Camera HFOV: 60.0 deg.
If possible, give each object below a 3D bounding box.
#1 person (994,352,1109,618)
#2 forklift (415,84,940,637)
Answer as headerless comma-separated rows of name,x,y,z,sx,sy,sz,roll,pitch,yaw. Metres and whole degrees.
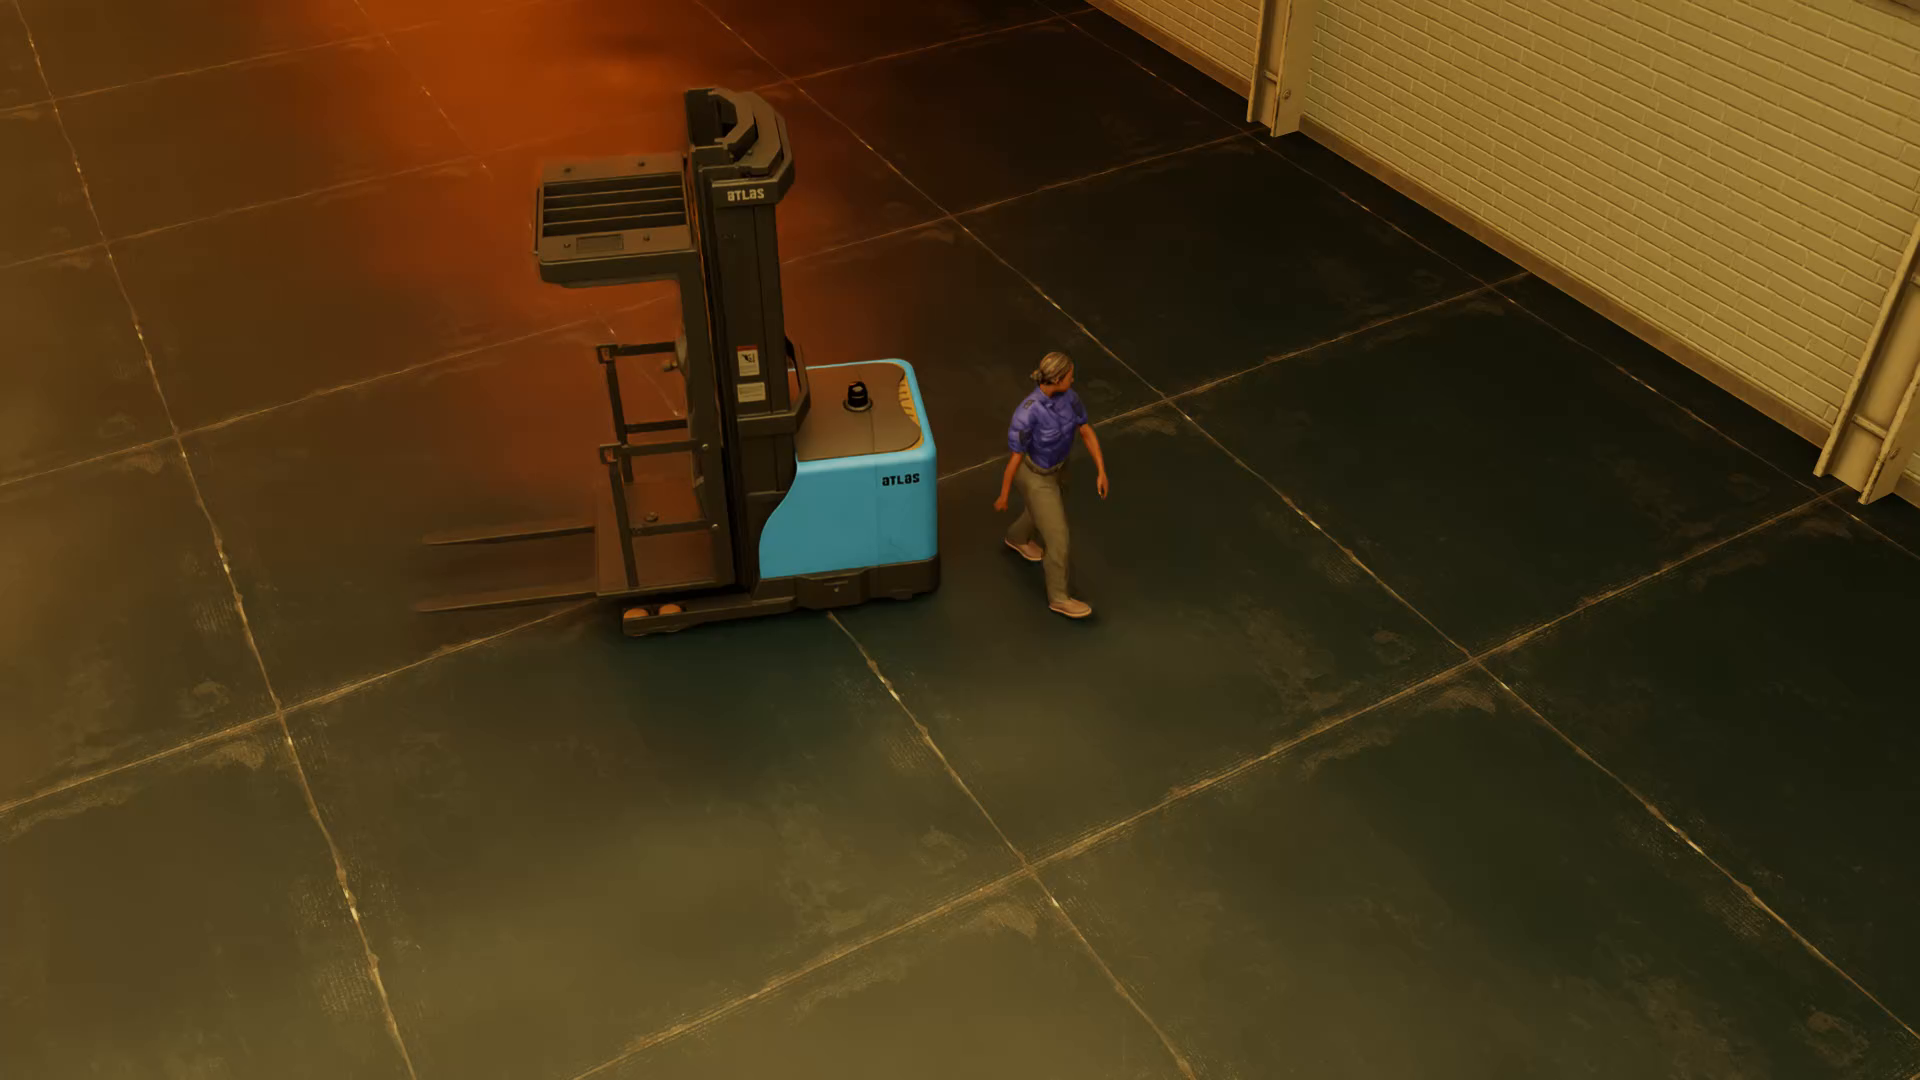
person,0.506,-0.336,9.505,0.839,1.588,0.597,26,46,28
forklift,-1.684,-0.934,9.162,3.031,2.935,1.130,-7,40,-8
